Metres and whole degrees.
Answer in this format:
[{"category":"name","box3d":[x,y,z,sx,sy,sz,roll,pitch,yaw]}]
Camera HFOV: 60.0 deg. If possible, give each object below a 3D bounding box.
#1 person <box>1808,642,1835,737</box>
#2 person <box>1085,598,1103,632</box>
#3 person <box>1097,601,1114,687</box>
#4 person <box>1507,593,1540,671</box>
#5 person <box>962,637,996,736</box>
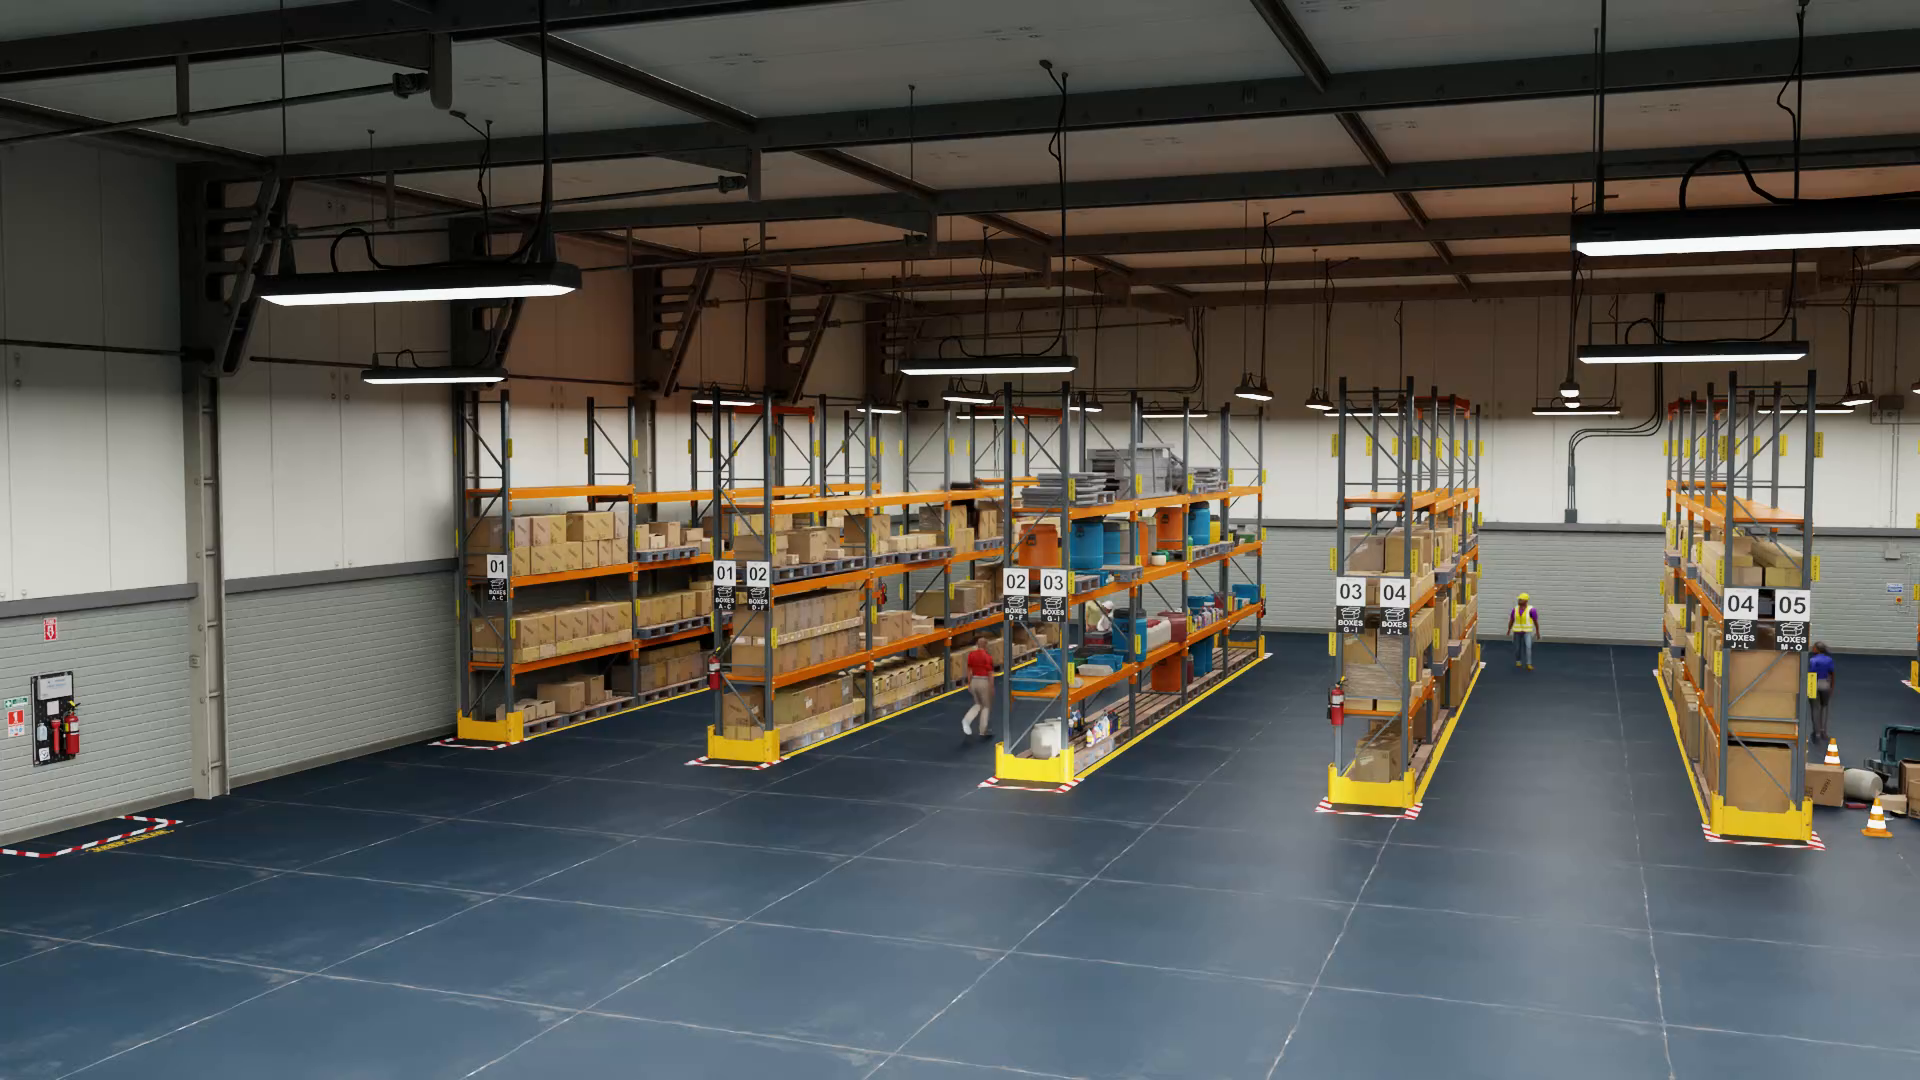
[{"category":"person","box3d":[14.846,2.594,28.794,0.544,1.663,0.732,1,3,19]},{"category":"person","box3d":[3.169,2.010,39.192,0.514,1.673,0.419,-1,3,-24]},{"category":"person","box3d":[3.022,2.158,34.678,0.444,1.806,0.570,-1,3,-9]},{"category":"person","box3d":[12.715,2.062,37.513,0.721,1.707,1.046,1,3,14]},{"category":"person","box3d":[0.350,2.542,28.828,0.609,1.714,0.541,-3,4,-39]}]
